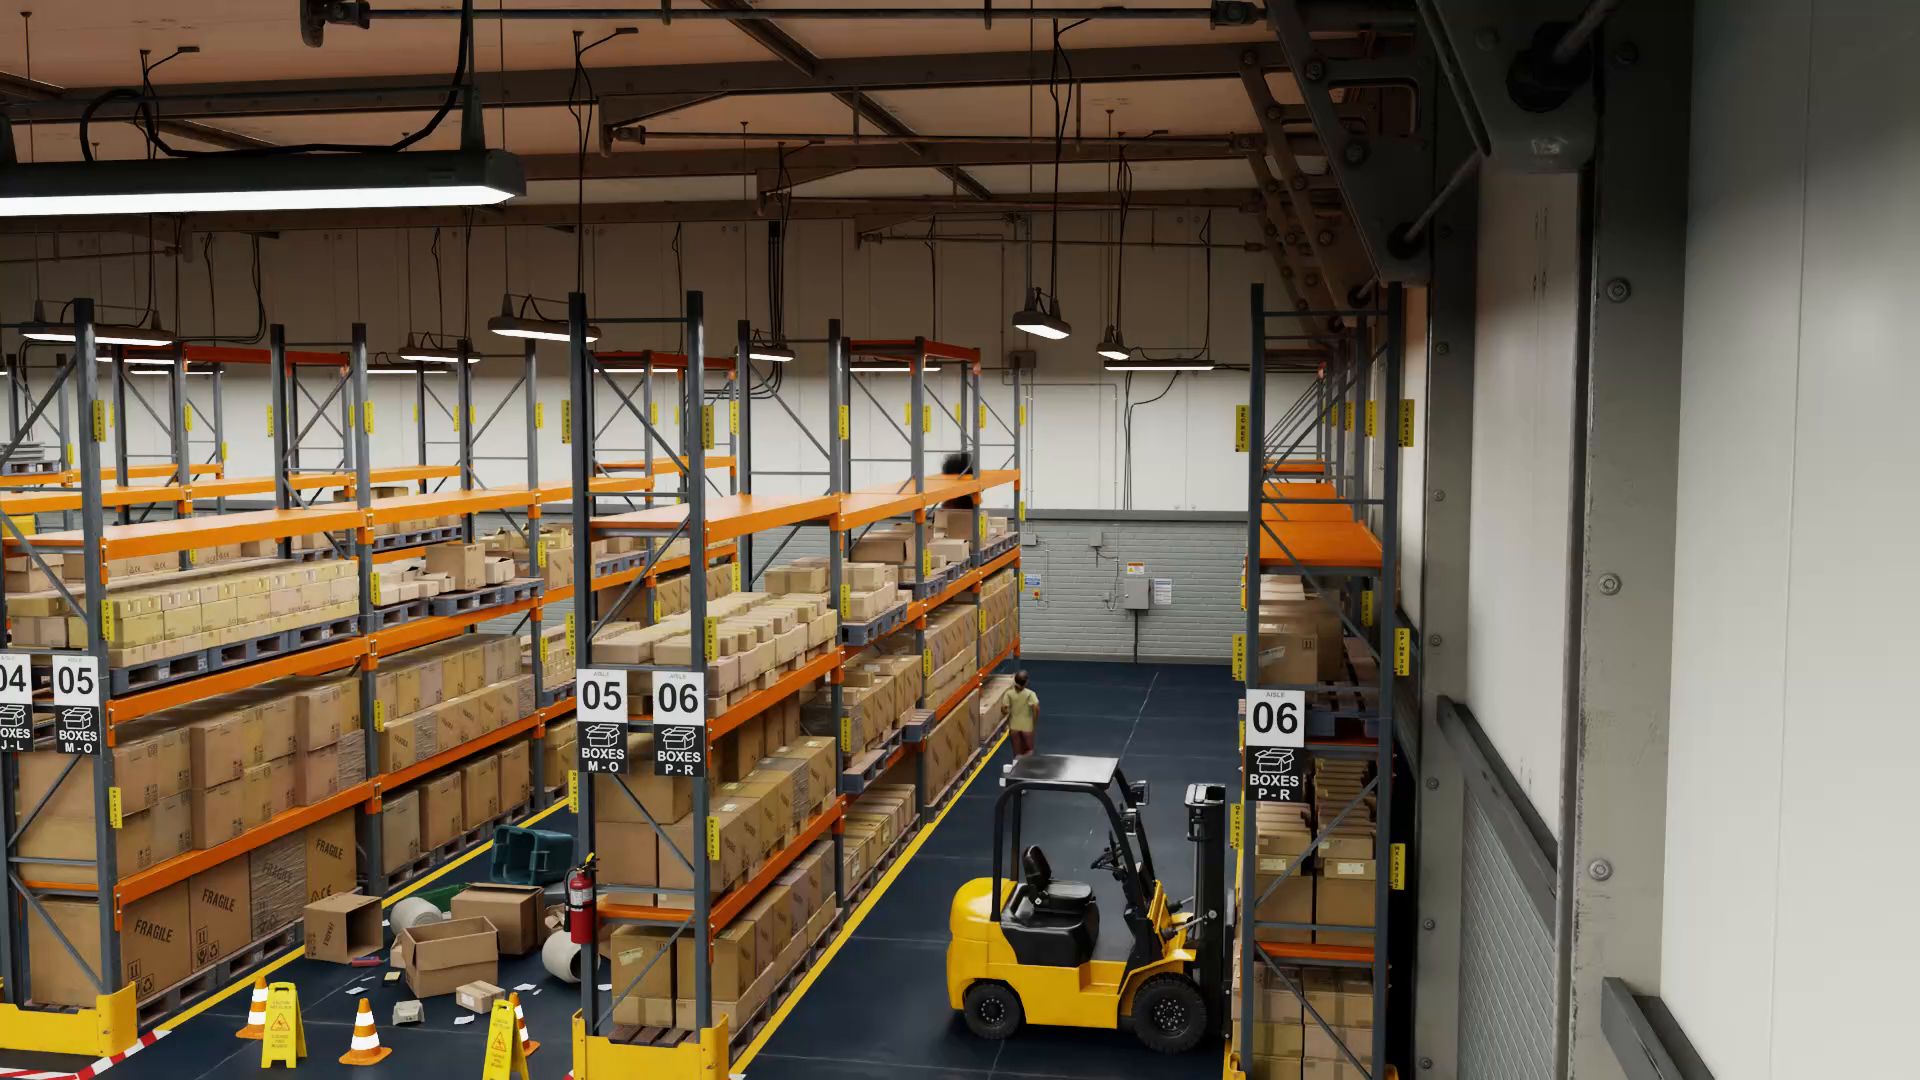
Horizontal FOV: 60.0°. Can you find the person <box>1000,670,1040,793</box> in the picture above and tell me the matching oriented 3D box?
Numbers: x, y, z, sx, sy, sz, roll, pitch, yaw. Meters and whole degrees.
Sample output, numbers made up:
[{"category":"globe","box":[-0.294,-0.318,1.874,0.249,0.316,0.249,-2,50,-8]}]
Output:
[{"category":"person","box":[0.829,2.552,22.320,0.564,1.637,0.537,1,5,11]}]
